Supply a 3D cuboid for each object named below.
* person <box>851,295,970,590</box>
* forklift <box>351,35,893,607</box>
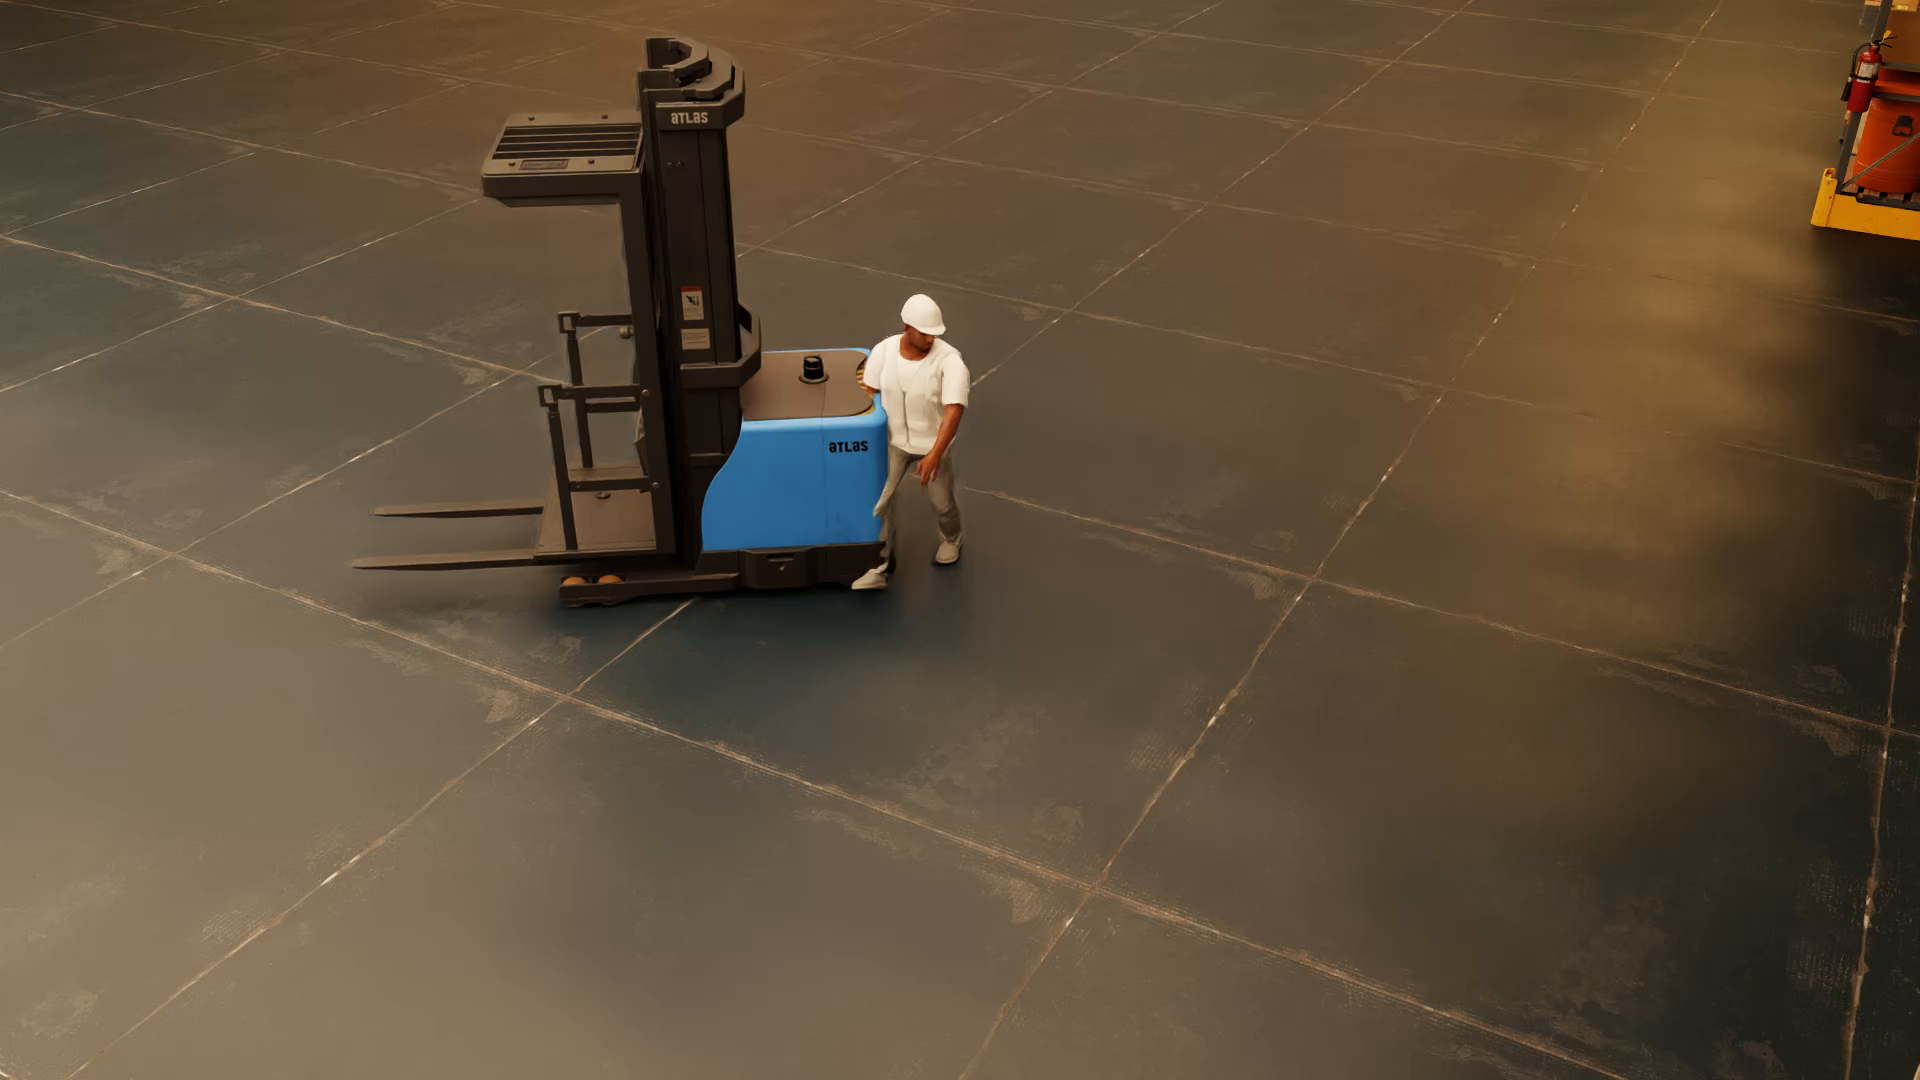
[{"bbox_3d":[-0.306,-0.536,9.249,0.728,1.721,0.864,9,31,15],"label":"person"},{"bbox_3d":[-1.934,-1.170,9.099,3.031,2.935,1.130,-3,30,-5],"label":"forklift"}]
